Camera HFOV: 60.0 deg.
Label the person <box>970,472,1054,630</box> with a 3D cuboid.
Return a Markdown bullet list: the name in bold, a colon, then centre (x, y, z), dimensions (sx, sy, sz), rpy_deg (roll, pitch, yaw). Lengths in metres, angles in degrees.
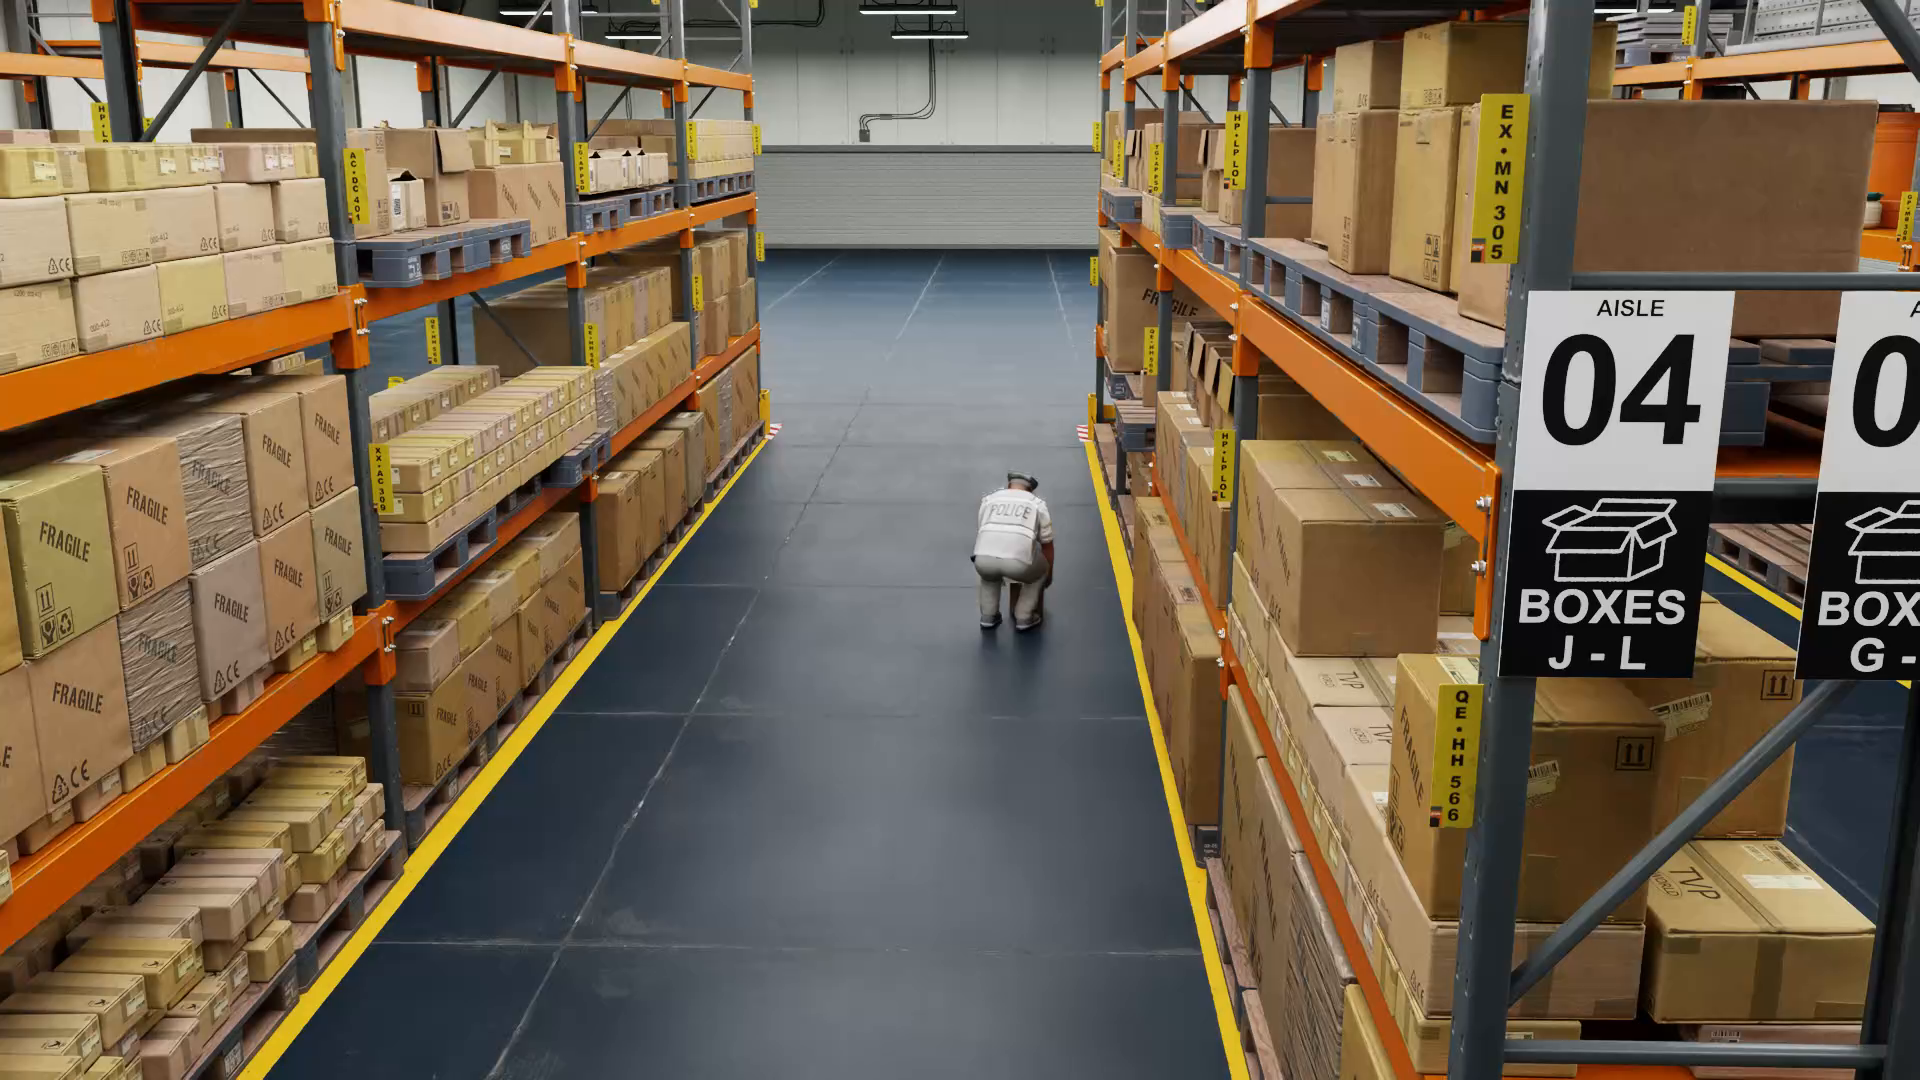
- **person**: centre (0.368, 0.082, 12.126), dimensions (0.563, 1.053, 0.938), rpy_deg (5, 15, 19)
